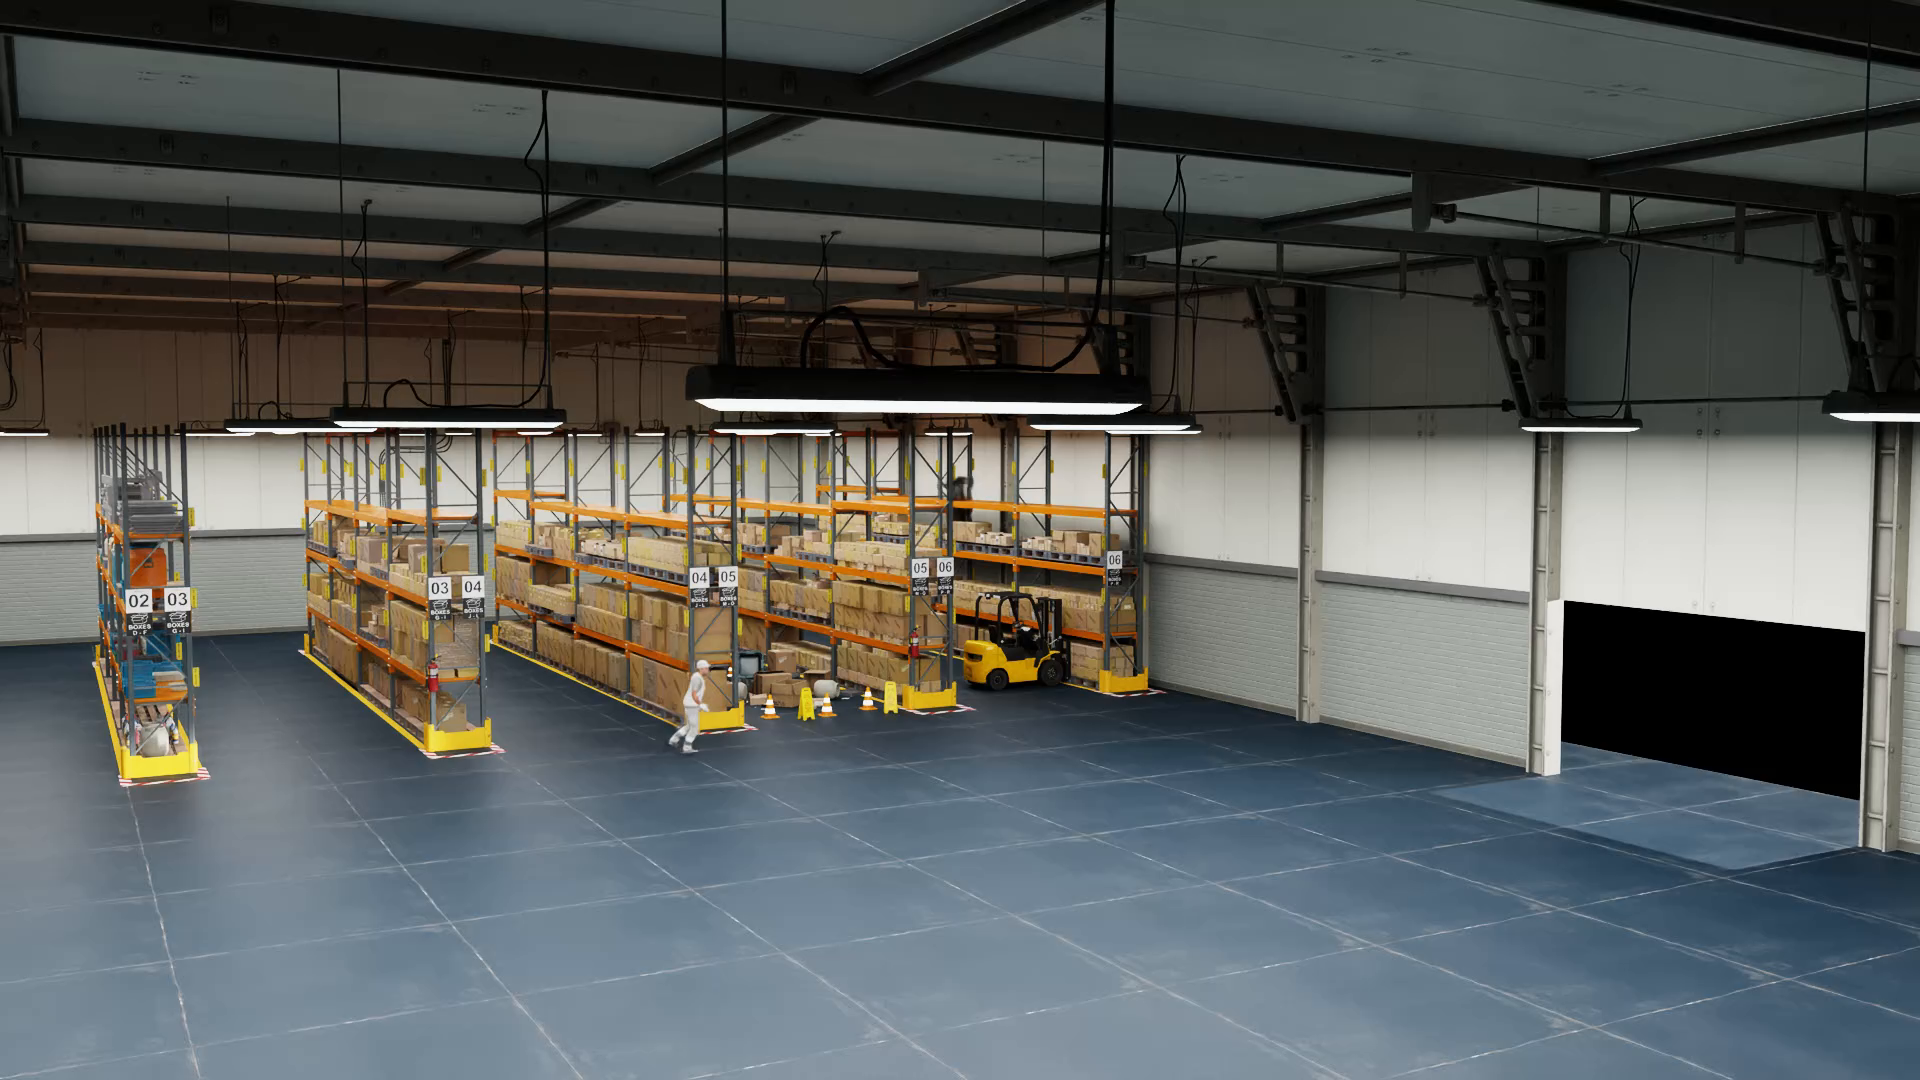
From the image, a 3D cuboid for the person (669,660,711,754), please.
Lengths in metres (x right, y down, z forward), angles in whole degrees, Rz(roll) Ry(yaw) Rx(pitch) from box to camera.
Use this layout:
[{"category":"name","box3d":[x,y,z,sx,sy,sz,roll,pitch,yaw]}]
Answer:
[{"category":"person","box3d":[-4.912,3.035,30.247,0.789,1.717,0.641,0,3,-8]}]

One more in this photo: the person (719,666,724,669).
[{"category":"person","box3d":[-6.071,2.431,41.287,0.720,1.631,0.529,-1,3,-9]}]
